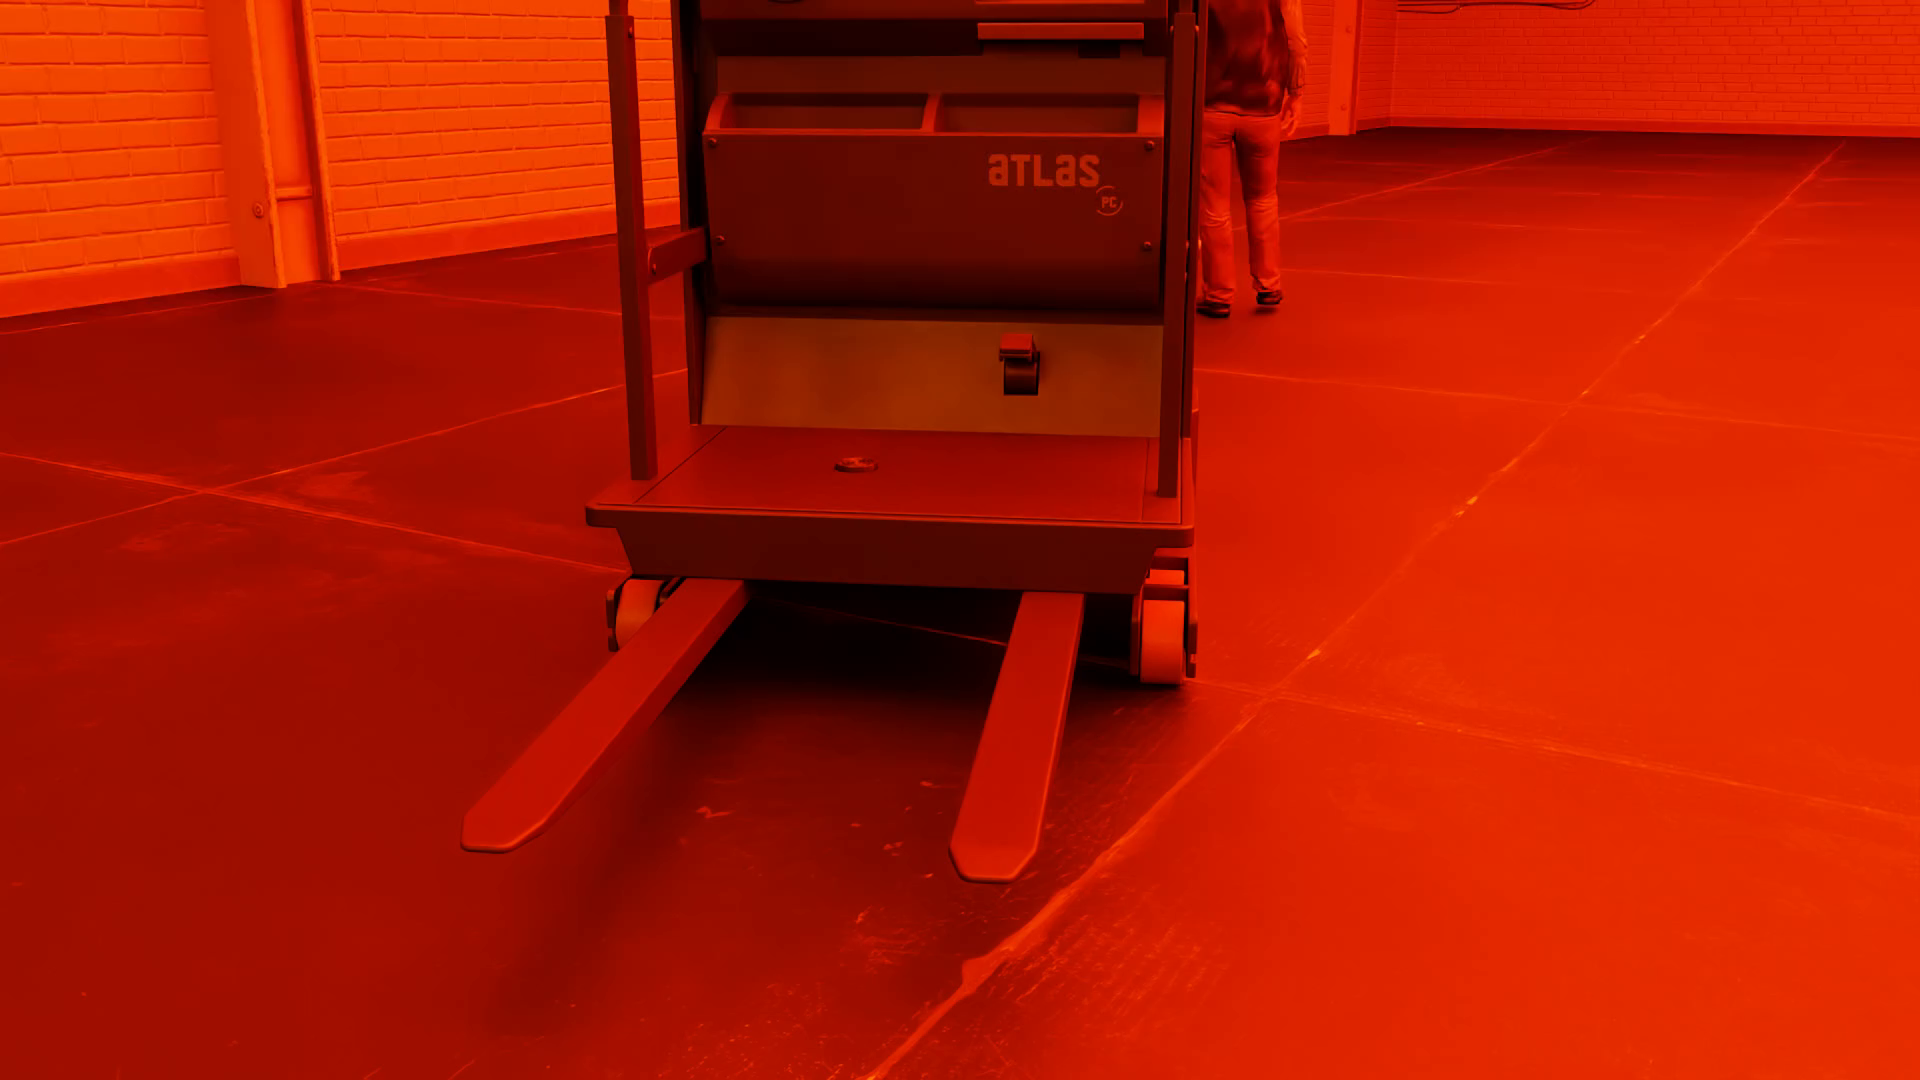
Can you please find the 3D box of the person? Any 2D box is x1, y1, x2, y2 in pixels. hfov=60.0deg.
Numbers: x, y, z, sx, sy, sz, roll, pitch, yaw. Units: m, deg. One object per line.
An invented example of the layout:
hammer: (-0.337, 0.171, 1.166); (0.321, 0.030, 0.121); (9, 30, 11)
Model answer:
person: (1.180, -1.849, 7.250); (0.634, 1.718, 0.578); (0, 16, -2)

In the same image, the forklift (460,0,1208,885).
forklift: (-0.078, -1.236, 3.048); (1.130, 2.935, 3.031); (2, 17, 7)
